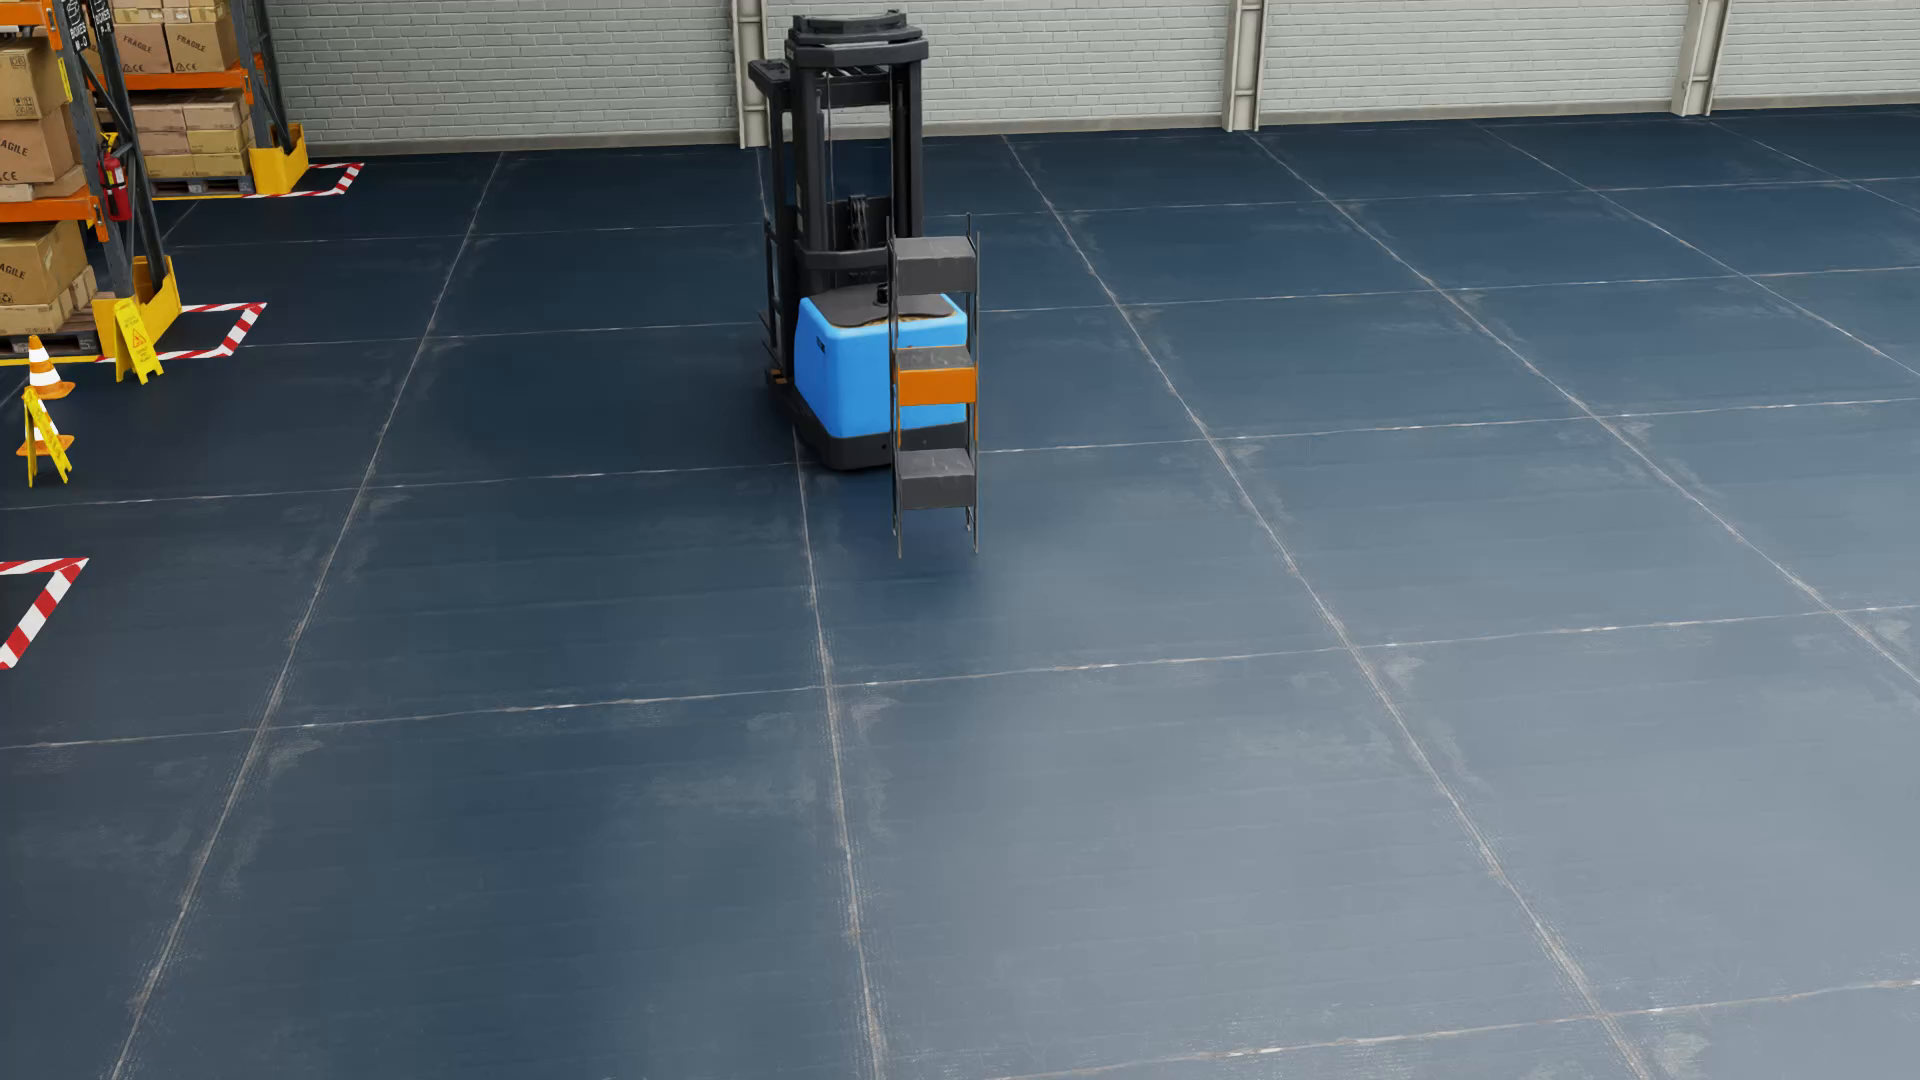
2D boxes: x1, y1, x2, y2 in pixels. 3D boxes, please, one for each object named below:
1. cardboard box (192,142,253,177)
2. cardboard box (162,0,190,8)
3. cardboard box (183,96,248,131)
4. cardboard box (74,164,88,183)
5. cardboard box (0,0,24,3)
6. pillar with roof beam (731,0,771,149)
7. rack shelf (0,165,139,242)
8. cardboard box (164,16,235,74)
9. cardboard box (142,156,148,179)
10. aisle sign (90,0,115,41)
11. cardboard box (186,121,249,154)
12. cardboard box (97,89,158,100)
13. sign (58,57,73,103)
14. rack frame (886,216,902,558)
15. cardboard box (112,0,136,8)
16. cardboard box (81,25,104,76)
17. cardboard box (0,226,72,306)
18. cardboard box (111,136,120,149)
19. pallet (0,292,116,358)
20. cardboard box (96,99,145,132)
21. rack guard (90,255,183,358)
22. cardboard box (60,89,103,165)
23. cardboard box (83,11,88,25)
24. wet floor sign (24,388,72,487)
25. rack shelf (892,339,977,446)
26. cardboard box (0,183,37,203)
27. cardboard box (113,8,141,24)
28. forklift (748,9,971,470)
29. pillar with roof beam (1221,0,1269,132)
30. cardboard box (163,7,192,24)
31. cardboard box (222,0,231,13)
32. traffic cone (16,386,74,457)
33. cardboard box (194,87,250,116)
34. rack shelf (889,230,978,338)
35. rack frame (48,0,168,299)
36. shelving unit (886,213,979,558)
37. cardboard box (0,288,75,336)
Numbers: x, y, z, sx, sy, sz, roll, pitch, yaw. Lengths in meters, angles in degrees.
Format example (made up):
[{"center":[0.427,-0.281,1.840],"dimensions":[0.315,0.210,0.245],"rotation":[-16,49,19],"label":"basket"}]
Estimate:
[{"center":[-7.998,-4.138,18.080],"dimensions":[0.500,0.250,0.500],"rotation":[-3,27,-7],"label":"cardboard box"},{"center":[-8.142,-5.665,17.358],"dimensions":[0.250,0.149,0.380],"rotation":[-4,27,-7],"label":"cardboard box"},{"center":[-7.990,-4.585,17.857],"dimensions":[0.500,0.250,0.500],"rotation":[-3,27,-5],"label":"cardboard box"},{"center":[-7.247,-3.064,13.710],"dimensions":[0.250,0.149,0.380],"rotation":[-4,27,-7],"label":"cardboard box"},{"center":[-7.196,-4.177,12.594],"dimensions":[0.250,0.149,0.380],"rotation":[-4,27,-7],"label":"cardboard box"},{"center":[-1.851,-6.815,14.174],"dimensions":[0.400,9.000,9.100],"rotation":[-4,27,-7],"label":"pillar with roof beam"},{"center":[-8.862,-2.656,13.429],"dimensions":[4.000,0.370,1.077],"rotation":[-4,27,-7],"label":"rack shelf"},{"center":[-8.028,-5.241,17.570],"dimensions":[0.500,0.500,0.500],"rotation":[-4,27,-8],"label":"cardboard box"},{"center":[-8.989,-4.083,17.973],"dimensions":[0.500,0.250,0.500],"rotation":[-3,27,-7],"label":"cardboard box"},{"center":[-6.864,-4.404,13.200],"dimensions":[0.004,0.787,0.394],"rotation":[-4,27,-7],"label":"aisle sign"},{"center":[-8.015,-4.361,17.967],"dimensions":[0.500,0.250,0.500],"rotation":[-4,27,-8],"label":"cardboard box"},{"center":[-9.070,-4.750,18.178],"dimensions":[0.500,0.250,0.500],"rotation":[-4,27,-7],"label":"cardboard box"},{"center":[-6.824,-3.507,12.684],"dimensions":[0.005,0.325,0.100],"rotation":[-4,27,-7],"label":"sign"},{"center":[-0.406,-0.908,10.220],"dimensions":[0.015,2.100,0.400],"rotation":[-4,27,-7],"label":"rack frame"},{"center":[-8.654,-5.654,17.337],"dimensions":[0.250,0.149,0.380],"rotation":[-4,27,-7],"label":"cardboard box"},{"center":[-9.050,-5.180,17.450],"dimensions":[0.500,0.500,0.500],"rotation":[-4,27,-8],"label":"cardboard box"},{"center":[-7.639,-2.232,13.544],"dimensions":[0.500,0.500,0.500],"rotation":[-4,27,-7],"label":"cardboard box"},{"center":[-9.022,-4.291,17.832],"dimensions":[0.500,0.250,0.500],"rotation":[-4,27,-8],"label":"cardboard box"},{"center":[-7.766,-1.822,14.070],"dimensions":[1.213,0.211,1.003],"rotation":[-4,27,-7],"label":"pallet"},{"center":[-8.993,-4.513,17.717],"dimensions":[0.500,0.250,0.500],"rotation":[-3,27,-6],"label":"cardboard box"},{"center":[-6.957,-1.986,14.074],"dimensions":[0.348,0.500,1.175],"rotation":[-4,27,-7],"label":"rack guard"},{"center":[-7.389,-3.375,13.607],"dimensions":[0.500,0.500,0.500],"rotation":[-4,27,-8],"label":"cardboard box"},{"center":[-9.148,-5.439,17.244],"dimensions":[0.250,0.149,0.380],"rotation":[-3,27,-7],"label":"cardboard box"},{"center":[-6.339,-0.721,11.449],"dimensions":[0.232,0.644,0.267],"rotation":[-8,28,-16],"label":"wet floor sign"},{"center":[-0.164,-0.912,10.256],"dimensions":[0.480,0.518,0.431],"rotation":[-4,27,-7],"label":"rack shelf"},{"center":[-7.458,-2.805,13.206],"dimensions":[0.250,0.149,0.380],"rotation":[-4,27,-8],"label":"cardboard box"},{"center":[-8.643,-5.502,17.368],"dimensions":[0.250,0.149,0.380],"rotation":[-4,27,-7],"label":"cardboard box"},{"center":[-0.886,-2.443,12.300],"dimensions":[1.130,2.935,3.031],"rotation":[-9,29,-17],"label":"forklift"},{"center":[4.091,-7.196,14.918],"dimensions":[0.400,9.000,9.100],"rotation":[-4,27,-7],"label":"pillar with roof beam"},{"center":[-8.130,-5.502,17.367],"dimensions":[0.250,0.149,0.380],"rotation":[-3,27,-6],"label":"cardboard box"},{"center":[-7.949,-5.776,17.901],"dimensions":[0.250,0.149,0.380],"rotation":[-4,27,-8],"label":"cardboard box"},{"center":[-6.637,-0.884,11.966],"dimensions":[0.334,0.463,0.336],"rotation":[-4,27,-7],"label":"traffic cone"},{"center":[-8.079,-4.810,18.296],"dimensions":[0.500,0.250,0.500],"rotation":[-4,27,-8],"label":"cardboard box"},{"center":[-0.164,-1.534,9.937],"dimensions":[0.480,0.518,0.431],"rotation":[-4,27,-7],"label":"rack shelf"},{"center":[-6.882,-3.103,13.512],"dimensions":[0.127,3.000,1.000],"rotation":[-4,27,-7],"label":"rack frame"},{"center":[-0.164,-0.924,10.250],"dimensions":[0.503,2.100,0.431],"rotation":[-4,27,-7],"label":"shelving unit"},{"center":[-7.668,-1.892,13.704],"dimensions":[0.500,0.250,0.500],"rotation":[-4,27,-7],"label":"cardboard box"}]
